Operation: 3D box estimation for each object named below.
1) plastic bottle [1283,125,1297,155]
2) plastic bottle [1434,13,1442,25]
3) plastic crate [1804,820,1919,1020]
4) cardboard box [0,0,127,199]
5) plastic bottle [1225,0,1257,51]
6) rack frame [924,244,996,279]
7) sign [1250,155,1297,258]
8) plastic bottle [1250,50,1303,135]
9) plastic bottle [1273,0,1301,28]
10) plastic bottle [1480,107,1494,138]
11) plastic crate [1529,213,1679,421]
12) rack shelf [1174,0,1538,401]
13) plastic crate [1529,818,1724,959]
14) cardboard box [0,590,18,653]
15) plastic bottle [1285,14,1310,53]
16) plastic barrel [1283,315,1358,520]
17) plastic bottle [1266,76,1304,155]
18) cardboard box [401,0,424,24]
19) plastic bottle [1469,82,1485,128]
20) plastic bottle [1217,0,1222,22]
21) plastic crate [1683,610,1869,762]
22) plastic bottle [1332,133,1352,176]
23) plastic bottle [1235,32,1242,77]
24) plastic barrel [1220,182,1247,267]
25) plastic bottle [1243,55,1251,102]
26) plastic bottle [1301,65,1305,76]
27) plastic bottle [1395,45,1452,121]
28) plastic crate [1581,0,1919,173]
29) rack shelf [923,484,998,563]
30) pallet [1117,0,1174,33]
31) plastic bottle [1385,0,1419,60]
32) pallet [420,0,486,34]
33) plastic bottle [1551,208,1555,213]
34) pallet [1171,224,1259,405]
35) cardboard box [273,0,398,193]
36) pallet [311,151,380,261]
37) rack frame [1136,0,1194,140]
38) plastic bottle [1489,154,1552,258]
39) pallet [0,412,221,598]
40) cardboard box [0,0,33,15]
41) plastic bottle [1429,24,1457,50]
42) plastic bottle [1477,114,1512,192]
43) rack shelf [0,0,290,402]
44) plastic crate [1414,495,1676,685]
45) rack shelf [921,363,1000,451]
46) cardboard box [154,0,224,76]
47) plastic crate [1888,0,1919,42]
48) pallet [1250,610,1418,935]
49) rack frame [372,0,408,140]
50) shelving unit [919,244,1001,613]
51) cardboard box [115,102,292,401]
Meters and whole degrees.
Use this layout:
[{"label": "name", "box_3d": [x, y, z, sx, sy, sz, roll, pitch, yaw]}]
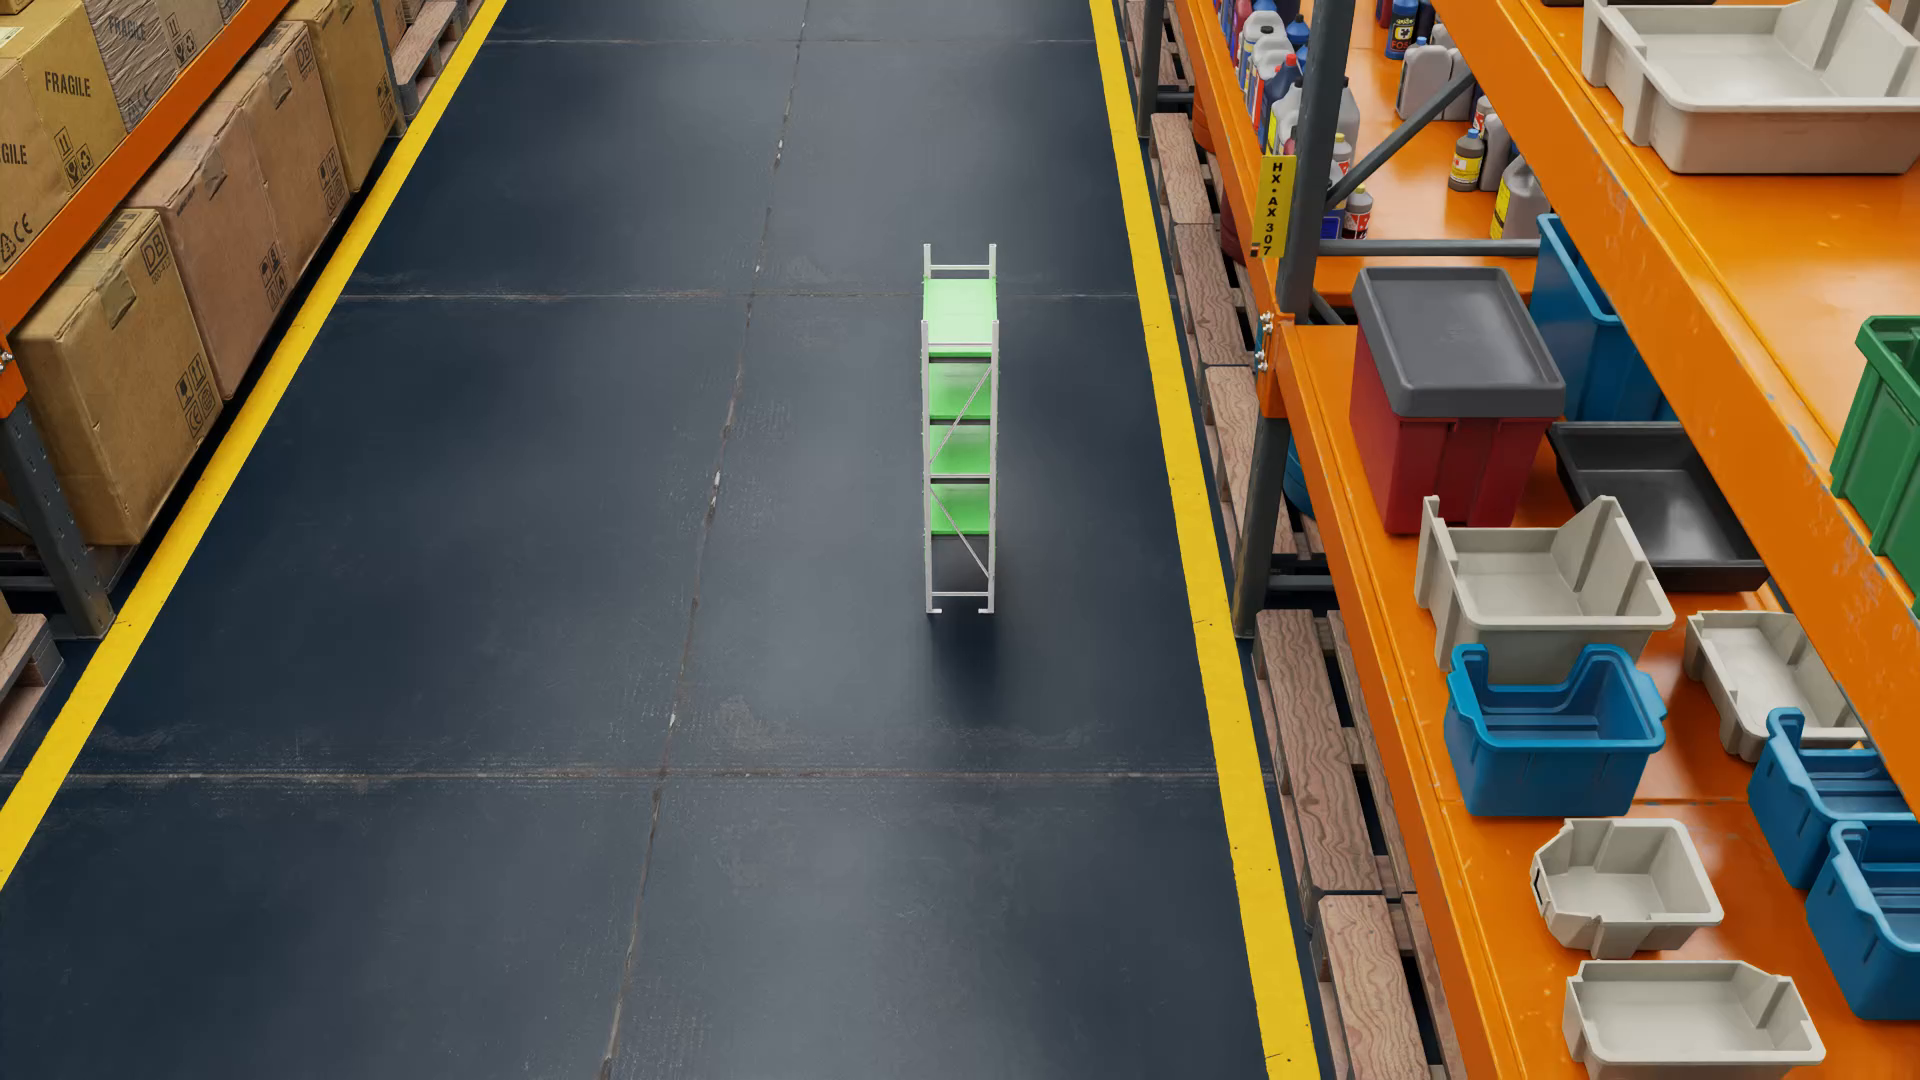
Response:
[{"label": "plastic bottle", "box_3d": [1.091, -1.204, 5.447, 0.061, 0.283, 0.133, 0, 39, 0]}, {"label": "plastic bottle", "box_3d": [1.867, -1.955, 6.394, 0.097, 0.271, 0.097, 0, 39, 0]}, {"label": "plastic crate", "box_3d": [1.792, 0.707, 3.055, 0.416, 0.233, 0.300, 0, 39, 0]}, {"label": "cardboard box", "box_3d": [-3.245, -1.496, 5.638, 0.500, 0.500, 0.500, 0, 39, 0]}, {"label": "plastic bottle", "box_3d": [1.131, -2.103, 6.514, 0.144, 0.351, 0.185, 0, 39, 0]}, {"label": "rack frame", "box_3d": [0.000, -0.517, 5.936, 0.240, 1.200, 0.015, 0, 39, 0]}, {"label": "sign", "box_3d": [0.910, -0.967, 4.837, 0.100, 0.325, 0.005, 0, 39, 0]}, {"label": "plastic bottle", "box_3d": [1.136, -1.600, 5.947, 0.152, 0.276, 0.135, 0, 39, 0]}, {"label": "plastic bottle", "box_3d": [1.283, -2.187, 6.620, 0.144, 0.351, 0.185, 0, 39, 0]}, {"label": "plastic bottle", "box_3d": [1.867, -1.433, 5.798, 0.097, 0.201, 0.097, 0, 39, 0]}, {"label": "plastic crate", "box_3d": [1.802, -0.584, 4.545, 0.392, 0.384, 0.575, 0, 39, 0]}, {"label": "rack shelf", "box_3d": [1.458, -1.828, 6.708, 1.077, 0.370, 4.000, 0, 39, 0]}, {"label": "plastic crate", "box_3d": [1.253, 0.672, 3.175, 0.298, 0.136, 0.250, 0, 39, 0]}, {"label": "cardboard box", "box_3d": [-3.572, 0.223, 4.936, 0.875, 0.875, 0.875, 0, 39, 0]}, {"label": "plastic bottle", "box_3d": [1.260, -1.839, 6.249, 0.097, 0.271, 0.097, 0, 39, 0]}, {"label": "plastic barrel", "box_3d": [1.477, -0.544, 5.872, 0.600, 0.901, 0.708, 0, 39, 0]}, {"label": "plastic bottle", "box_3d": [1.132, -1.414, 5.655, 0.144, 0.351, 0.185, 0, 39, 0]}, {"label": "cardboard box", "box_3d": [-3.531, -3.318, 9.639, 0.700, 0.500, 0.500, -3, 39, -4]}, {"label": "plastic bottle", "box_3d": [1.886, -1.598, 5.938, 0.061, 0.283, 0.133, 0, 39, 0]}, {"label": "plastic bottle", "box_3d": [1.107, -2.244, 6.754, 0.097, 0.271, 0.097, 0, 39, 0]}, {"label": "plastic crate", "box_3d": [1.763, 0.310, 3.628, 0.293, 0.136, 0.466, 0, 39, 0]}, {"label": "plastic bottle", "box_3d": [1.261, -1.267, 5.592, 0.097, 0.201, 0.097, 0, 39, 0]}, {"label": "plastic bottle", "box_3d": [1.108, -1.873, 6.347, 0.097, 0.201, 0.097, 0, 39, 0]}, {"label": "plastic barrel", "box_3d": [1.475, -1.570, 7.404, 0.600, 0.588, 0.708, 0, 39, 0]}, {"label": "plastic bottle", "box_3d": [1.108, -1.728, 6.166, 0.097, 0.201, 0.097, 0, 39, 0]}, {"label": "plastic bottle", "box_3d": [1.260, -1.610, 5.963, 0.097, 0.271, 0.097, 0, 39, 0]}, {"label": "plastic bottle", "box_3d": [1.688, -1.679, 6.045, 0.152, 0.276, 0.135, 0, 39, 0]}, {"label": "plastic crate", "box_3d": [1.214, -0.717, 2.558, 0.437, 0.136, 0.530, 0, 39, 0]}, {"label": "rack shelf", "box_3d": [0.000, -0.128, 5.936, 0.258, 0.148, 0.480, 0, 39, 0]}, {"label": "pallet", "box_3d": [1.495, -3.517, 10.470, 1.003, 0.211, 1.213, 0, 39, 0]}, {"label": "plastic bottle", "box_3d": [1.722, -2.016, 6.470, 0.097, 0.271, 0.097, 0, 39, 0]}, {"label": "pallet", "box_3d": [-3.495, -3.518, 10.471, 1.003, 0.211, 1.213, 0, 39, 0]}, {"label": "plastic bottle", "box_3d": [1.887, -1.042, 5.245, 0.061, 0.283, 0.133, 0, 39, 0]}, {"label": "pallet", "box_3d": [1.497, -1.018, 7.351, 1.003, 0.211, 1.213, 0, 39, 0]}, {"label": "cardboard box", "box_3d": [-3.517, -2.259, 8.034, 1.225, 0.875, 0.875, -2, 39, -2]}, {"label": "pallet", "box_3d": [-3.572, -1.775, 8.296, 1.003, 0.211, 1.213, 0, 39, 0]}, {"label": "rack frame", "box_3d": [1.456, -3.360, 8.044, 1.000, 3.000, 0.127, 0, 39, 0]}, {"label": "plastic bottle", "box_3d": [1.784, -1.085, 5.244, 0.144, 0.351, 0.185, 0, 39, 0]}, {"label": "pallet", "box_3d": [-3.569, -0.249, 6.392, 1.003, 0.211, 1.213, 0, 39, 0]}, {"label": "cardboard box", "box_3d": [-3.491, -2.114, 5.607, 0.797, 0.503, 0.637, 0, 39, 0]}, {"label": "plastic bottle", "box_3d": [1.839, -1.824, 6.226, 0.152, 0.276, 0.135, 0, 39, 0]}, {"label": "plastic bottle", "box_3d": [1.840, -1.328, 5.608, 0.152, 0.276, 0.135, 0, 39, 0]}, {"label": "rack shelf", "box_3d": [-3.495, -1.825, 6.704, 1.077, 0.370, 4.000, 0, 39, 0]}, {"label": "plastic crate", "box_3d": [1.278, 0.120, 3.749, 0.437, 0.282, 0.530, 0, 39, 0]}, {"label": "rack shelf", "box_3d": [0.000, -0.502, 5.635, 0.258, 0.148, 0.480, 0, 39, 0]}, {"label": "cardboard box", "box_3d": [-3.251, -2.132, 6.432, 0.500, 0.500, 0.500, 1, 39, 1]}, {"label": "plastic crate", "box_3d": [1.771, -0.867, 2.630, 0.437, 0.282, 0.530, 0, 39, 0]}, {"label": "pallet", "box_3d": [1.500, 0.690, 5.221, 1.003, 0.211, 1.213, 0, 39, 0]}, {"label": "rack frame", "box_3d": [-3.497, -3.356, 8.039, 1.000, 3.000, 0.127, 0, 39, 0]}, {"label": "shelving unit", "box_3d": [0.000, -0.365, 5.746, 0.258, 1.200, 0.503, 0, 39, 0]}, {"label": "cardboard box", "box_3d": [-3.515, -1.149, 6.648, 1.225, 0.875, 0.875, -1, 39, -2]}]
